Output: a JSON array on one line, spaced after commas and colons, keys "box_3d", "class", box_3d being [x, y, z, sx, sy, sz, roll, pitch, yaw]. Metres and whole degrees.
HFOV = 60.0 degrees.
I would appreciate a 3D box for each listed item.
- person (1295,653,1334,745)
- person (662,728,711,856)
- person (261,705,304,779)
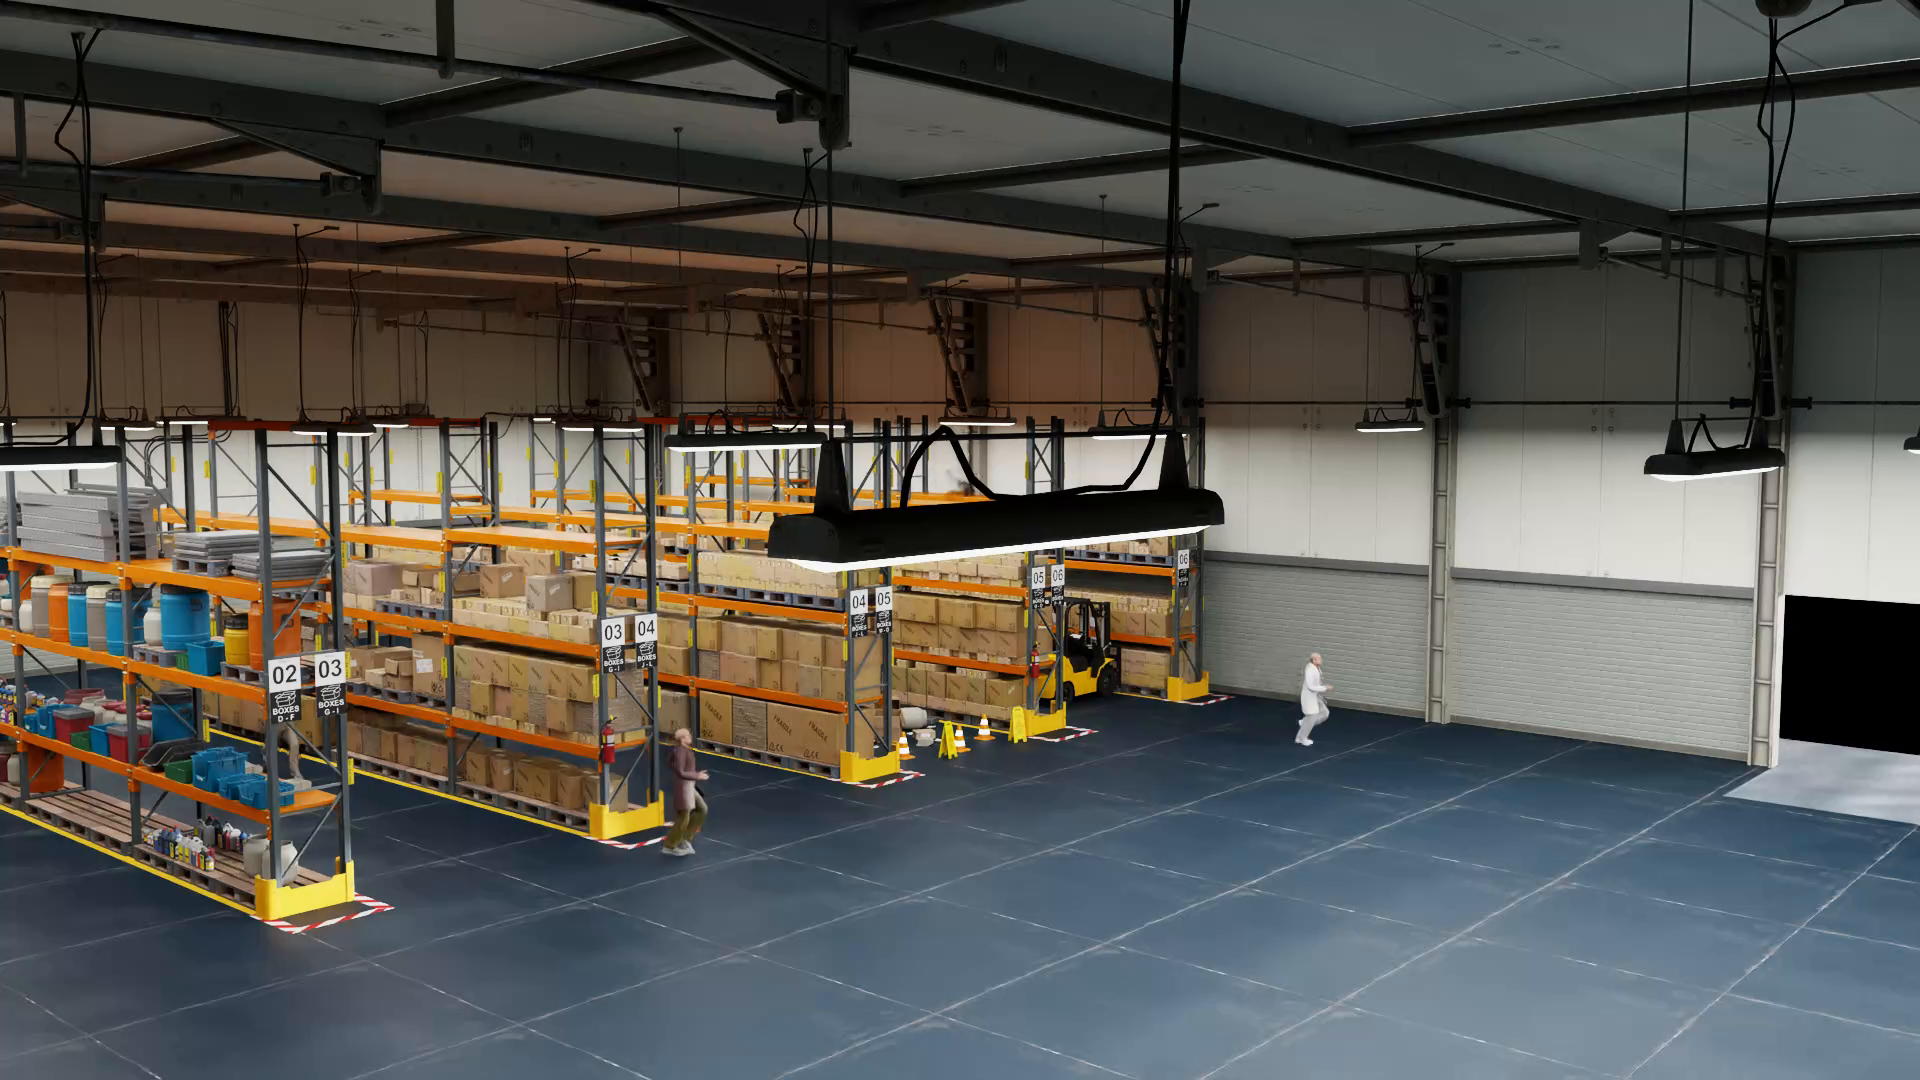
[{"box_3d": [6.525, 2.960, 30.596, 0.724, 1.655, 0.761, 2, 5, 27], "class": "person"}, {"box_3d": [-3.827, 3.521, 23.284, 0.695, 1.778, 0.713, 0, 5, -4], "class": "person"}, {"box_3d": [-11.487, 3.166, 28.137, 1.089, 1.730, 0.633, 4, 7, 43], "class": "person"}]
